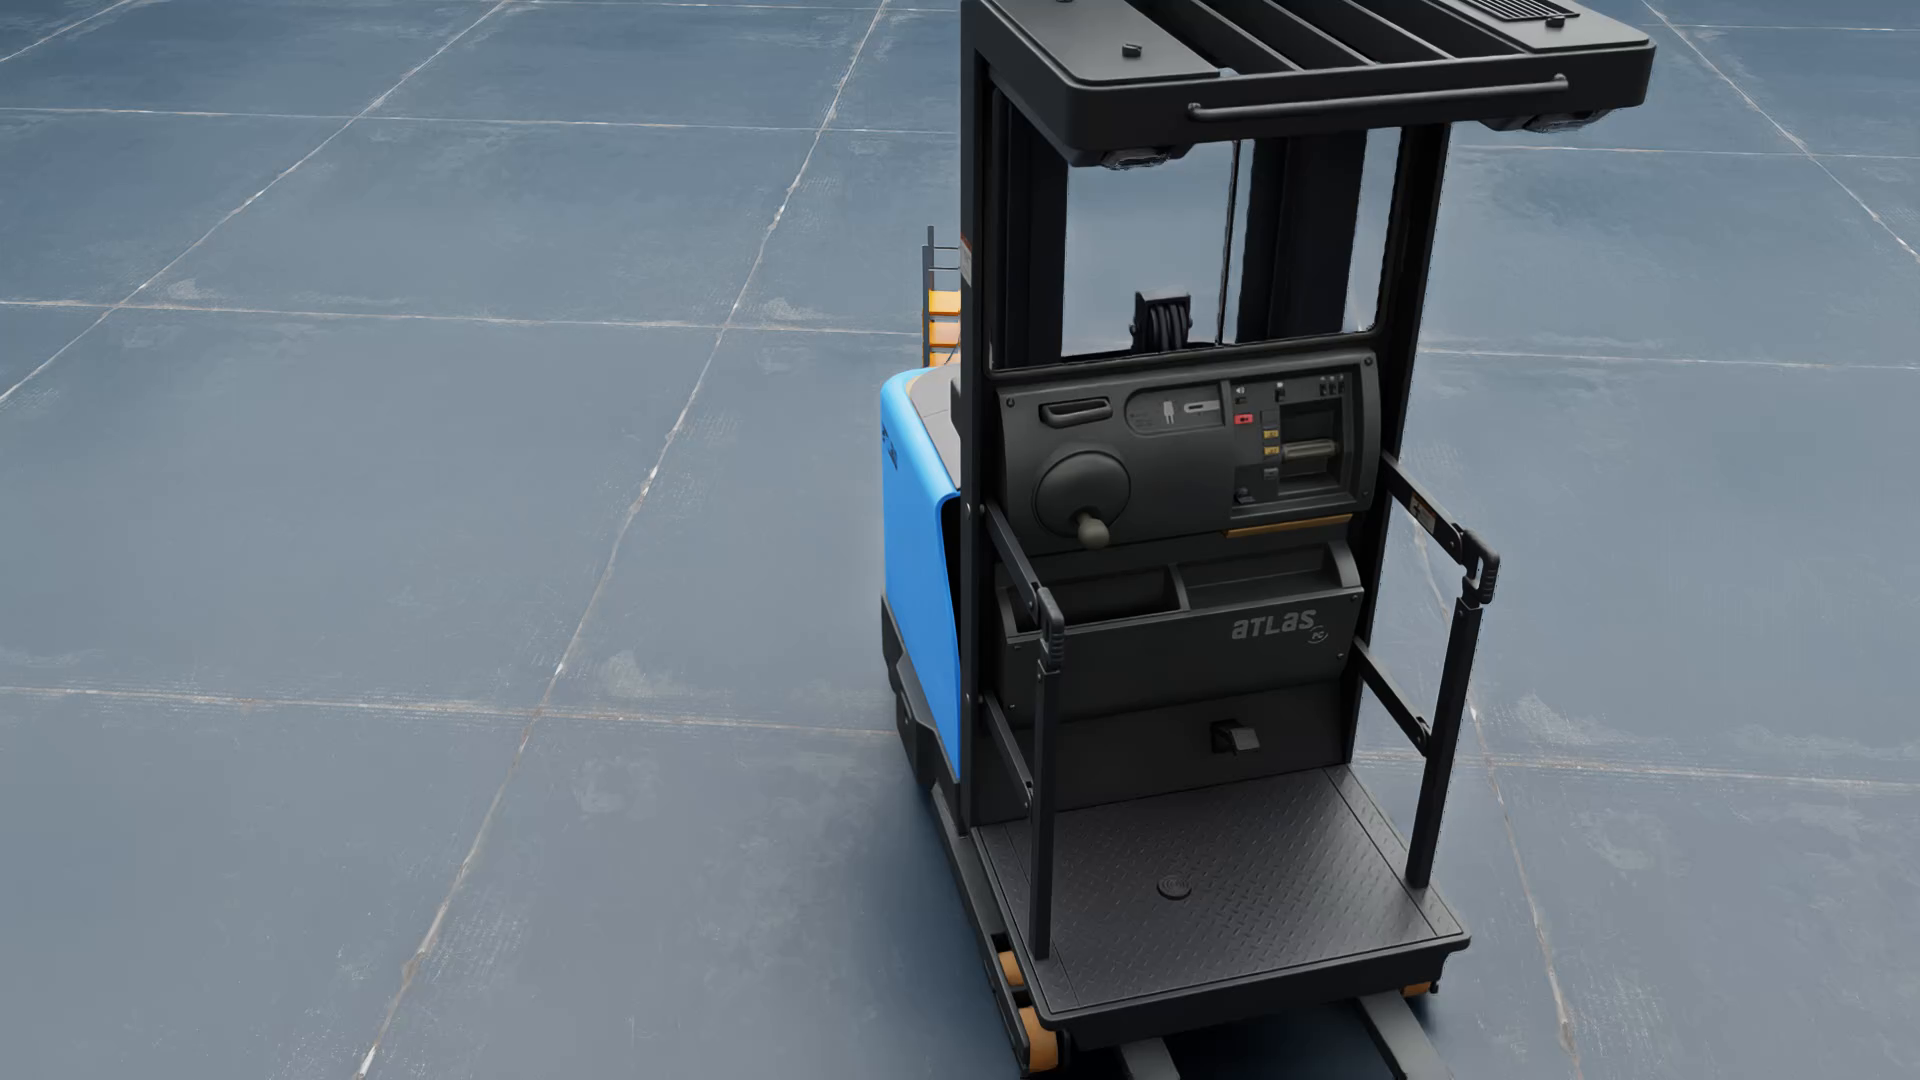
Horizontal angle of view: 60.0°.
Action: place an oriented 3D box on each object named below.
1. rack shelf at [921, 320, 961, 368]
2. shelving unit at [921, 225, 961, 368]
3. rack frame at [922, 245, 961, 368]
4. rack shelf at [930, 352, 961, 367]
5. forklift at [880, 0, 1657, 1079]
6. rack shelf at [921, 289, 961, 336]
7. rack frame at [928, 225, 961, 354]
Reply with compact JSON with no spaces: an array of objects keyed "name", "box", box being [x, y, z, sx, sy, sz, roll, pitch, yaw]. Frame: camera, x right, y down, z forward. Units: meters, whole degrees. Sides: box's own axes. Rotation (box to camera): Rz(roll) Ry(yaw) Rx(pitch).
[{"name":"rack shelf","box":[0.001,-0.685,5.845,0.258,0.103,0.180,2,32,4]},{"name":"shelving unit","box":[0.001,-0.518,5.947,0.258,1.200,0.189,2,32,4]},{"name":"rack frame","box":[-0.006,-0.471,5.870,0.240,1.200,0.006,2,32,4]},{"name":"rack shelf","box":[0.001,-0.583,5.908,0.258,0.103,0.180,2,32,4]},{"name":"forklift","box":[0.601,-0.157,3.711,1.130,2.935,3.031,-8,32,-12]},{"name":"rack shelf","box":[0.001,-0.787,5.782,0.258,0.103,0.180,2,32,4]},{"name":"rack frame","box":[0.009,-0.566,6.025,0.240,1.200,0.006,2,32,4]}]
